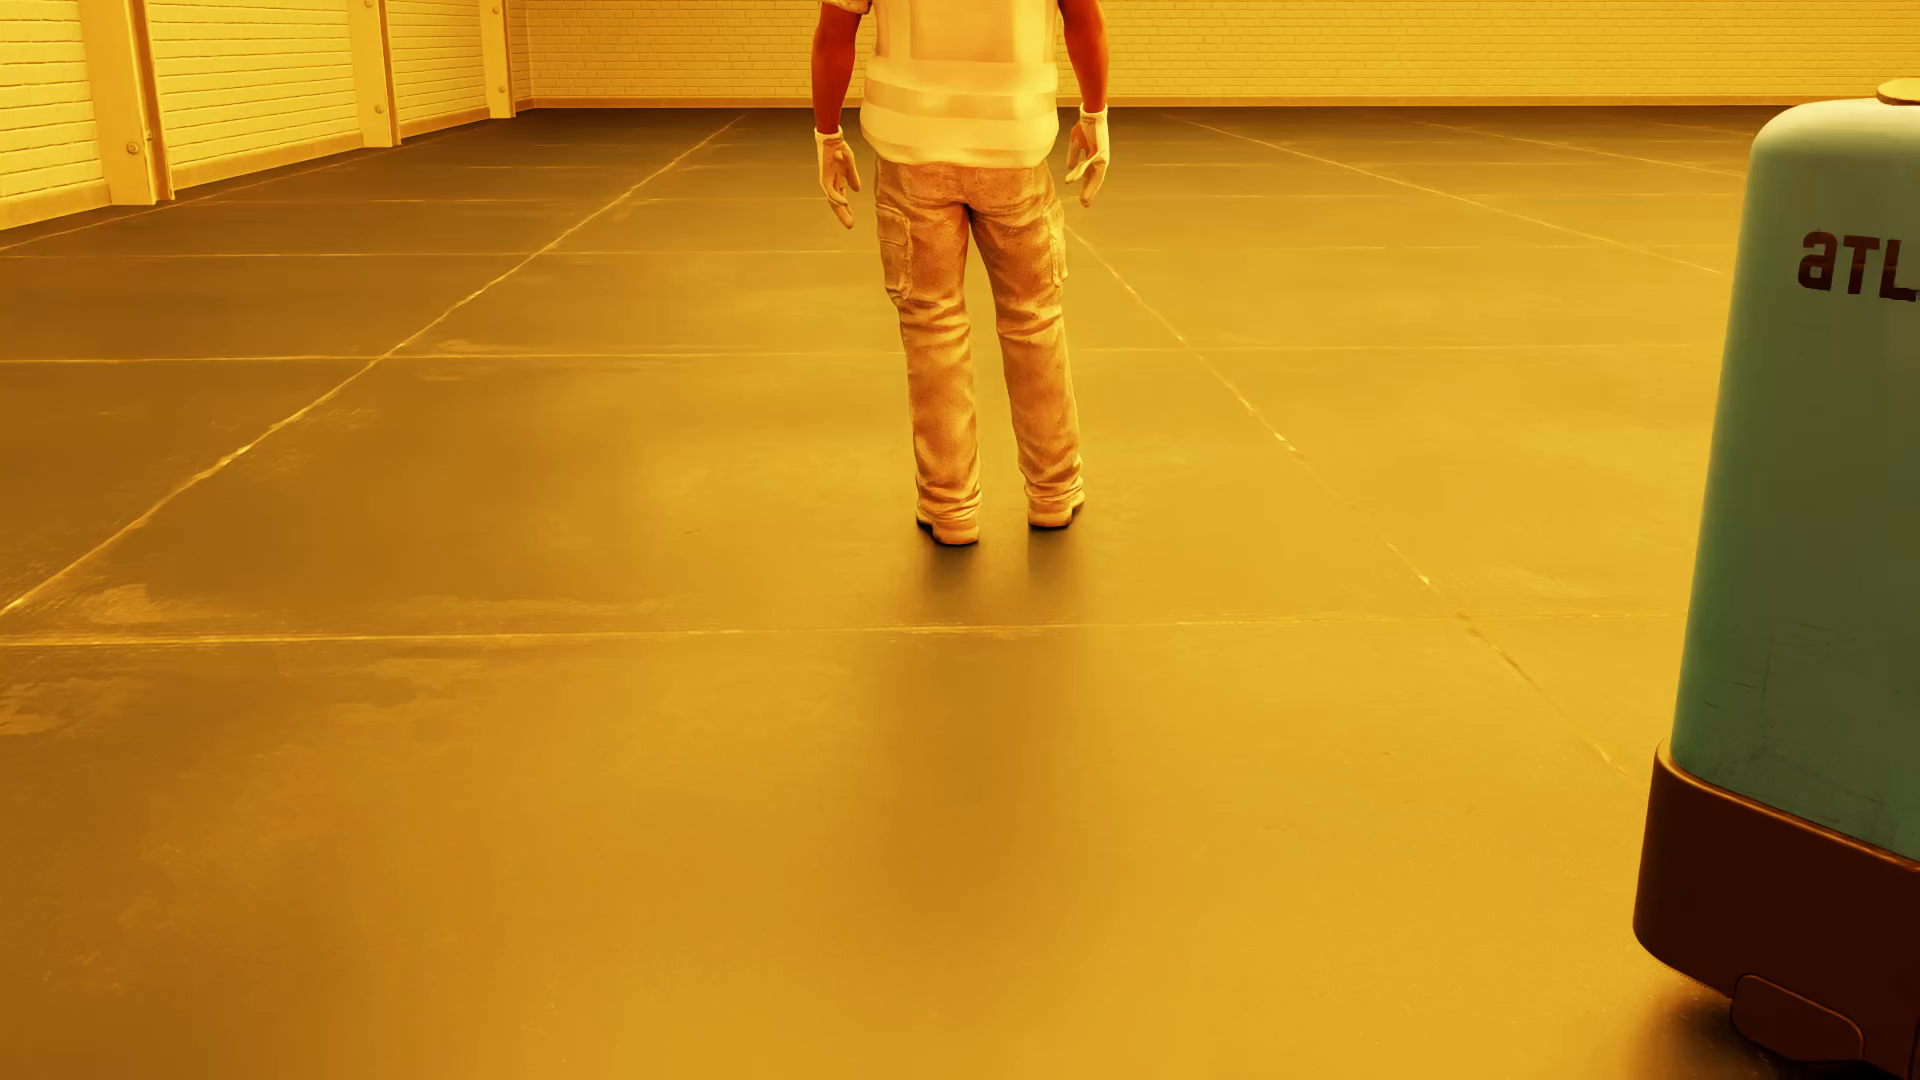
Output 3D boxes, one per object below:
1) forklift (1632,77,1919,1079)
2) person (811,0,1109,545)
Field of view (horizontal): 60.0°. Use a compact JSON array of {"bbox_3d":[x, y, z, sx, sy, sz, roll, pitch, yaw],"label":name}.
[{"bbox_3d":[2.095,-0.570,0.771,1.130,2.935,3.031,-12,21,-33],"label":"forklift"},{"bbox_3d":[0.004,-0.880,3.725,0.656,1.784,0.575,-1,17,-3],"label":"person"}]
